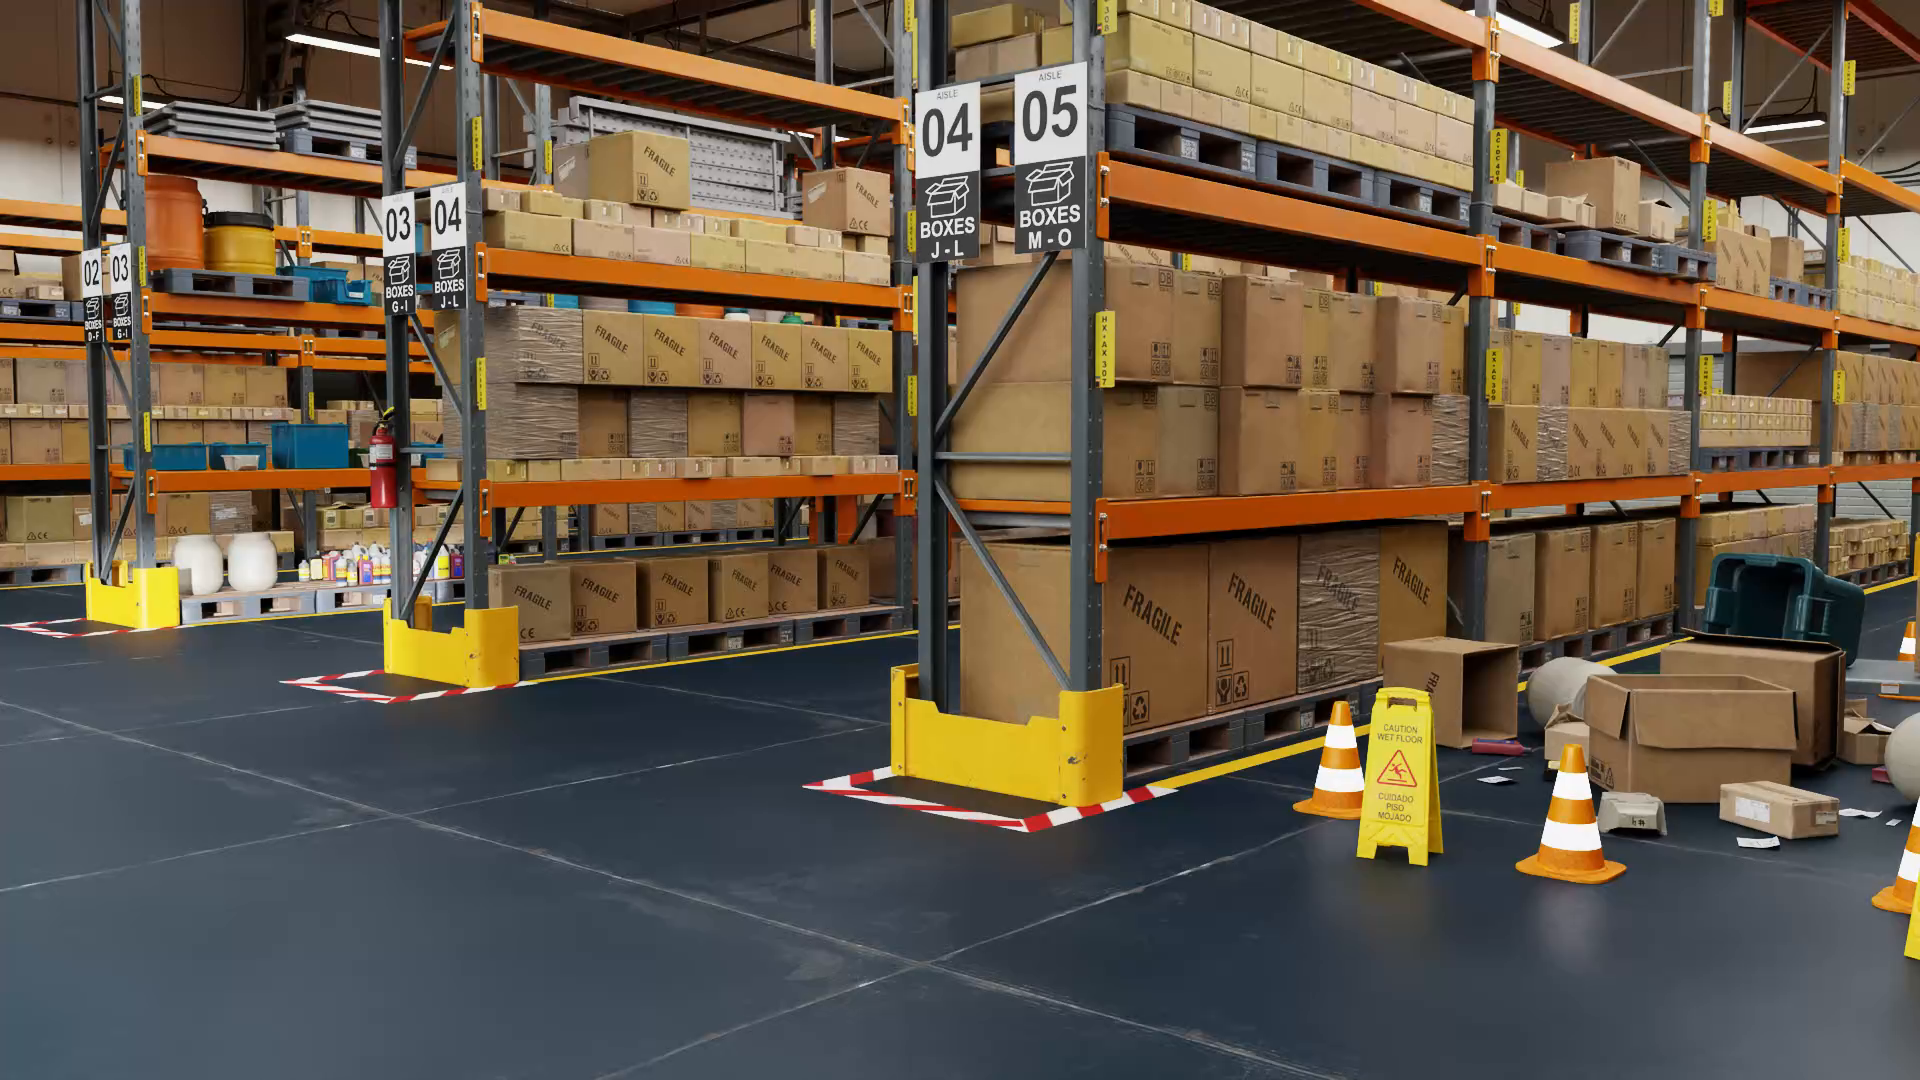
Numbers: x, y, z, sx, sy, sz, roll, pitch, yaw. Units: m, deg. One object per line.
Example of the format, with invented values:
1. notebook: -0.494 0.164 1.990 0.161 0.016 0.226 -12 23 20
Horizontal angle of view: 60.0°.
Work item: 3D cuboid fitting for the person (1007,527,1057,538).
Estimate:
1. person: 0.576 -0.089 13.407 0.528 1.724 0.360 3 5 39
